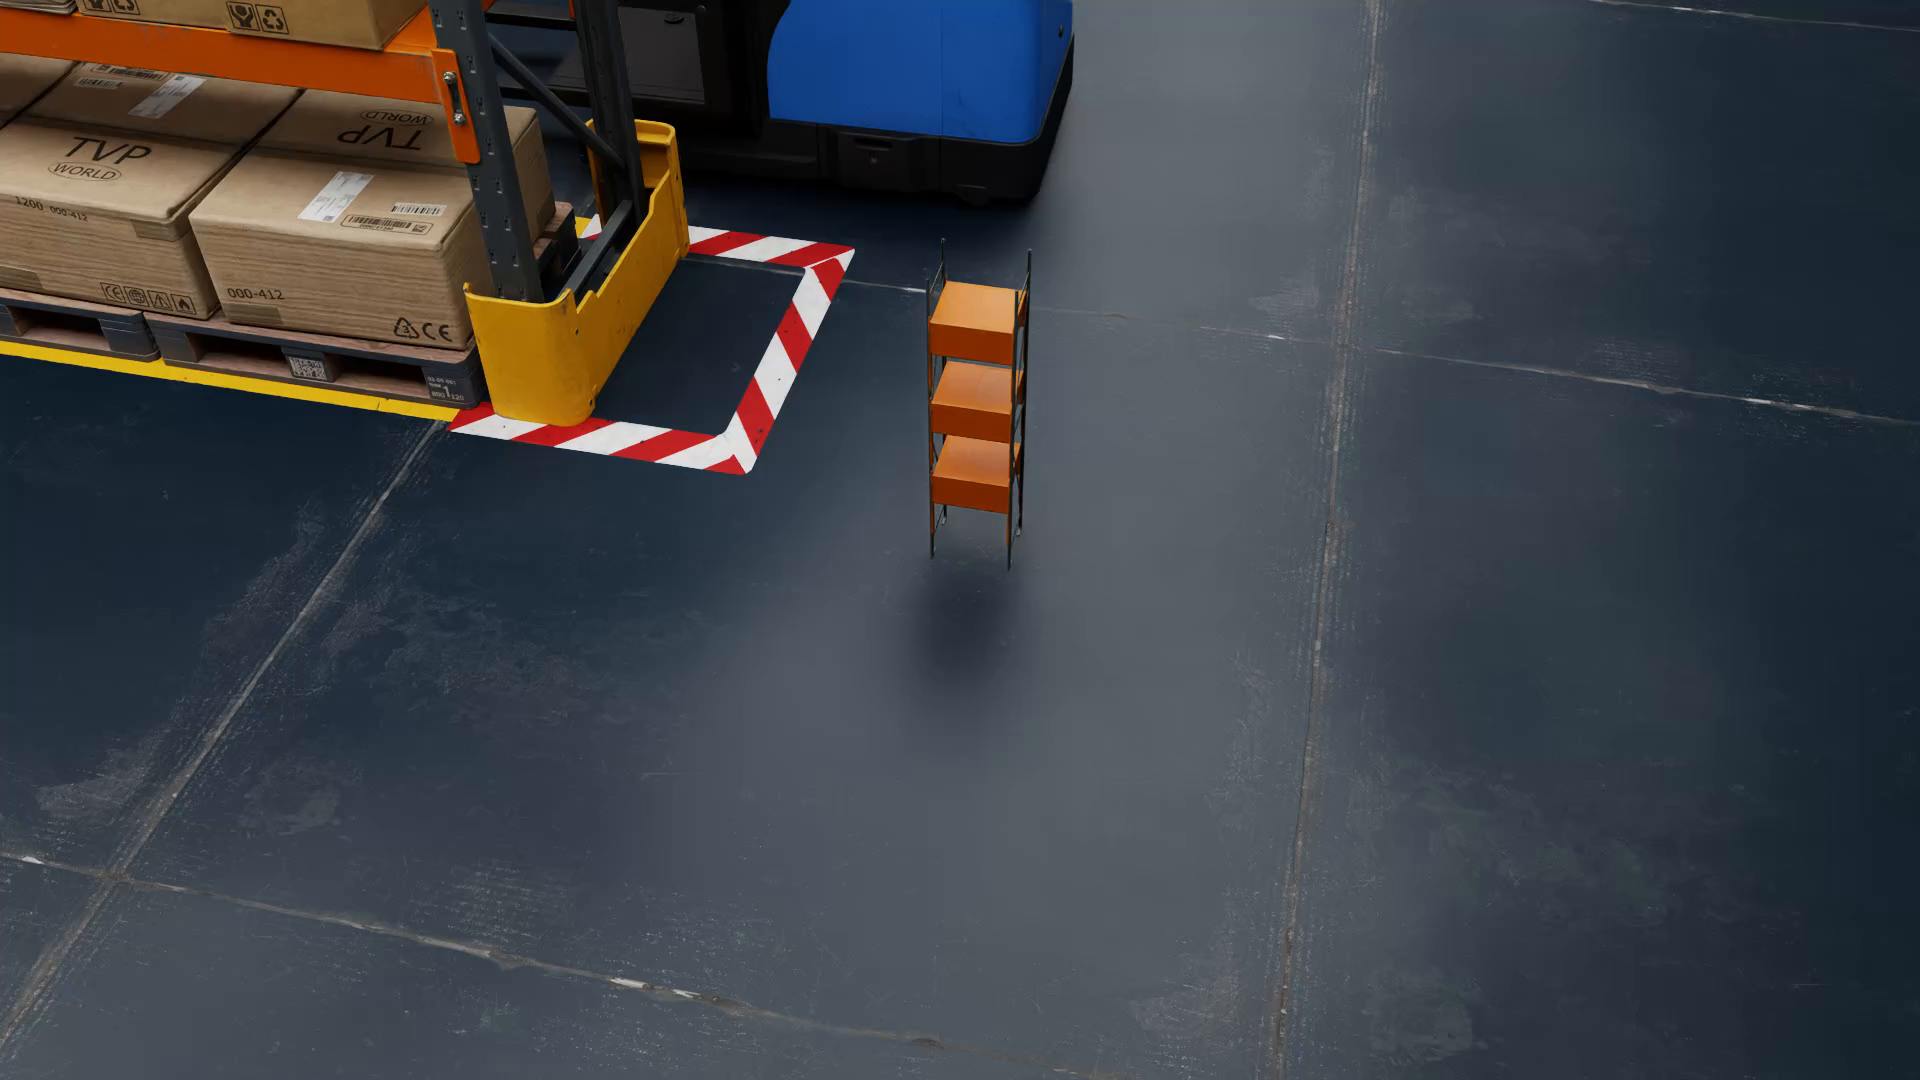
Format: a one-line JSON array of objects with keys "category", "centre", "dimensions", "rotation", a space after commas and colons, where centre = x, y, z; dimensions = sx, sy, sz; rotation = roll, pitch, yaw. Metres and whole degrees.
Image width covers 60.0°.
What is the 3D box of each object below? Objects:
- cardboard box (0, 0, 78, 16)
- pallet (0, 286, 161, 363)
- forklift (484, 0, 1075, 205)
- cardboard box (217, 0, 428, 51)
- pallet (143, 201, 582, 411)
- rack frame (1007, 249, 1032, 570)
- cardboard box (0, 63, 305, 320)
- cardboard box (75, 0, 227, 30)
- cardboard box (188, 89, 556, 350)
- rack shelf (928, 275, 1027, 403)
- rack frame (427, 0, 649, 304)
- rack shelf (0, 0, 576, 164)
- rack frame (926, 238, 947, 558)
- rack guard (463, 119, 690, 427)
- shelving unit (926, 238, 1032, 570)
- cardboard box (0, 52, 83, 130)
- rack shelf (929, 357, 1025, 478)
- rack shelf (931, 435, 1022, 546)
[{"category": "cardboard box", "centre": [-2.867, -1.968, 5.060], "dimensions": [0.500, 0.500, 0.500], "rotation": [10, 45, 10]}, {"category": "pallet", "centre": [-3.332, -1.131, 6.273], "dimensions": [1.213, 0.211, 1.003], "rotation": [9, 45, 9]}, {"category": "forklift", "centre": [-1.086, -2.896, 6.146], "dimensions": [3.031, 2.935, 1.130], "rotation": [8, 44, 8]}, {"category": "cardboard box", "centre": [-1.876, -1.811, 4.896], "dimensions": [0.500, 0.500, 0.500], "rotation": [9, 45, 9]}, {"category": "pallet", "centre": [-2.145, -0.944, 6.079], "dimensions": [1.213, 0.211, 1.003], "rotation": [9, 45, 9]}, {"category": "rack frame", "centre": [0.171, -0.352, 4.858], "dimensions": [0.008, 1.050, 0.200], "rotation": [9, 45, 9]}, {"category": "cardboard box", "centre": [-2.908, -1.274, 5.956], "dimensions": [0.875, 0.438, 0.875], "rotation": [10, 45, 10]}, {"category": "cardboard box", "centre": [-2.363, -1.897, 4.986], "dimensions": [0.500, 0.500, 0.500], "rotation": [8, 44, 8]}, {"category": "cardboard box", "centre": [-2.014, -1.142, 5.818], "dimensions": [0.875, 0.438, 0.875], "rotation": [7, 44, 8]}, {"category": "rack shelf", "centre": [0.052, -0.567, 4.688], "dimensions": [0.240, 0.259, 0.215], "rotation": [9, 45, 9]}, {"category": "rack frame", "centre": [-1.348, -1.881, 5.041], "dimensions": [0.127, 3.000, 1.000], "rotation": [9, 45, 9]}, {"category": "rack shelf", "centre": [-3.299, -1.925, 5.605], "dimensions": [4.000, 0.370, 1.077], "rotation": [9, 45, 9]}, {"category": "rack frame", "centre": [-0.067, -0.389, 4.897], "dimensions": [0.008, 1.050, 0.200], "rotation": [9, 45, 9]}, {"category": "rack guard", "centre": [-1.324, -0.977, 5.904], "dimensions": [0.348, 0.500, 1.175], "rotation": [9, 45, 9]}, {"category": "shelving unit", "centre": [0.052, -0.370, 4.877], "dimensions": [0.252, 1.050, 0.215], "rotation": [9, 45, 9]}, {"category": "cardboard box", "centre": [-3.788, -1.412, 6.099], "dimensions": [0.875, 0.438, 0.875], "rotation": [8, 44, 8]}, {"category": "rack shelf", "centre": [0.052, -0.363, 4.885], "dimensions": [0.240, 0.259, 0.215], "rotation": [9, 45, 9]}, {"category": "rack shelf", "centre": [0.052, -0.162, 5.078], "dimensions": [0.240, 0.259, 0.215], "rotation": [9, 45, 9]}]
